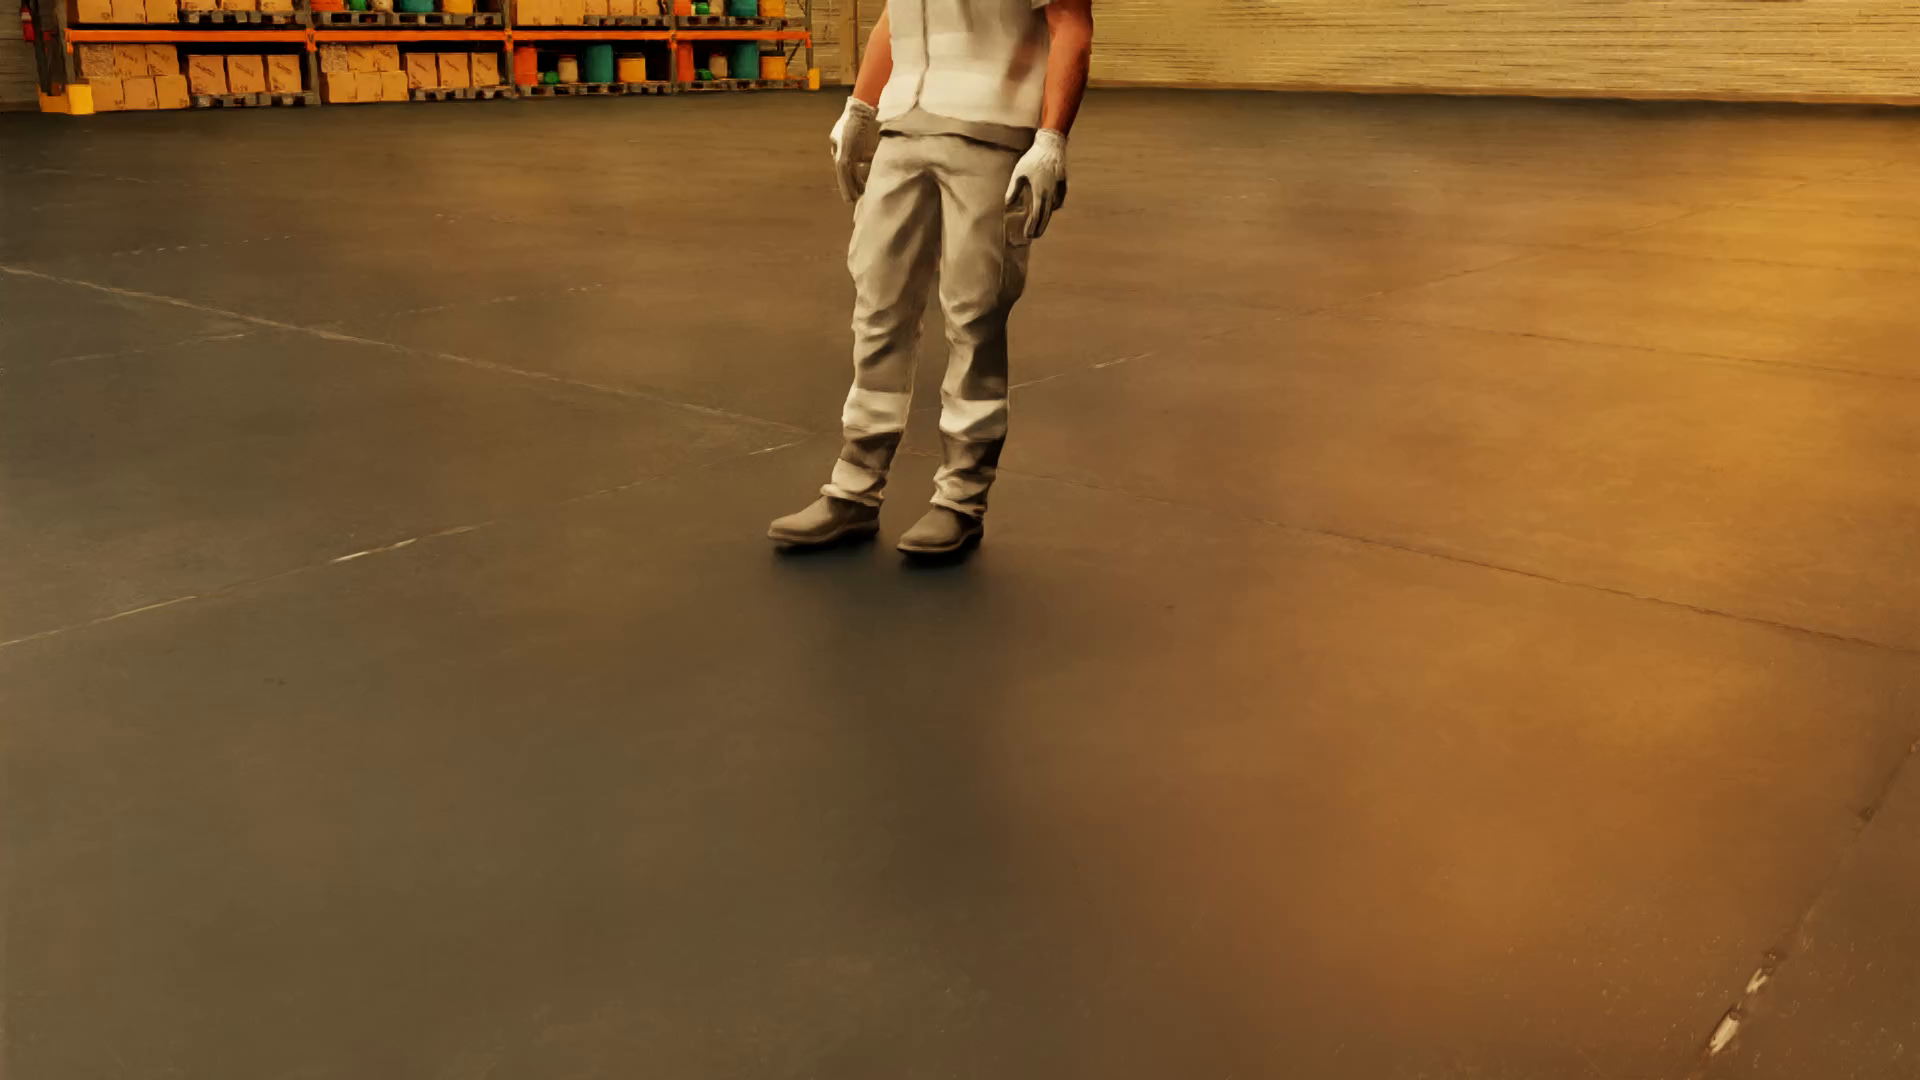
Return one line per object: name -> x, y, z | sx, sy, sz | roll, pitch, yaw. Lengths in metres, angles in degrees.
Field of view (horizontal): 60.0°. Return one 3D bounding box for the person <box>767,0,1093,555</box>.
person -> -0.060, -0.847, 3.627 | 0.637, 1.787, 0.563 | 13, 21, 37
